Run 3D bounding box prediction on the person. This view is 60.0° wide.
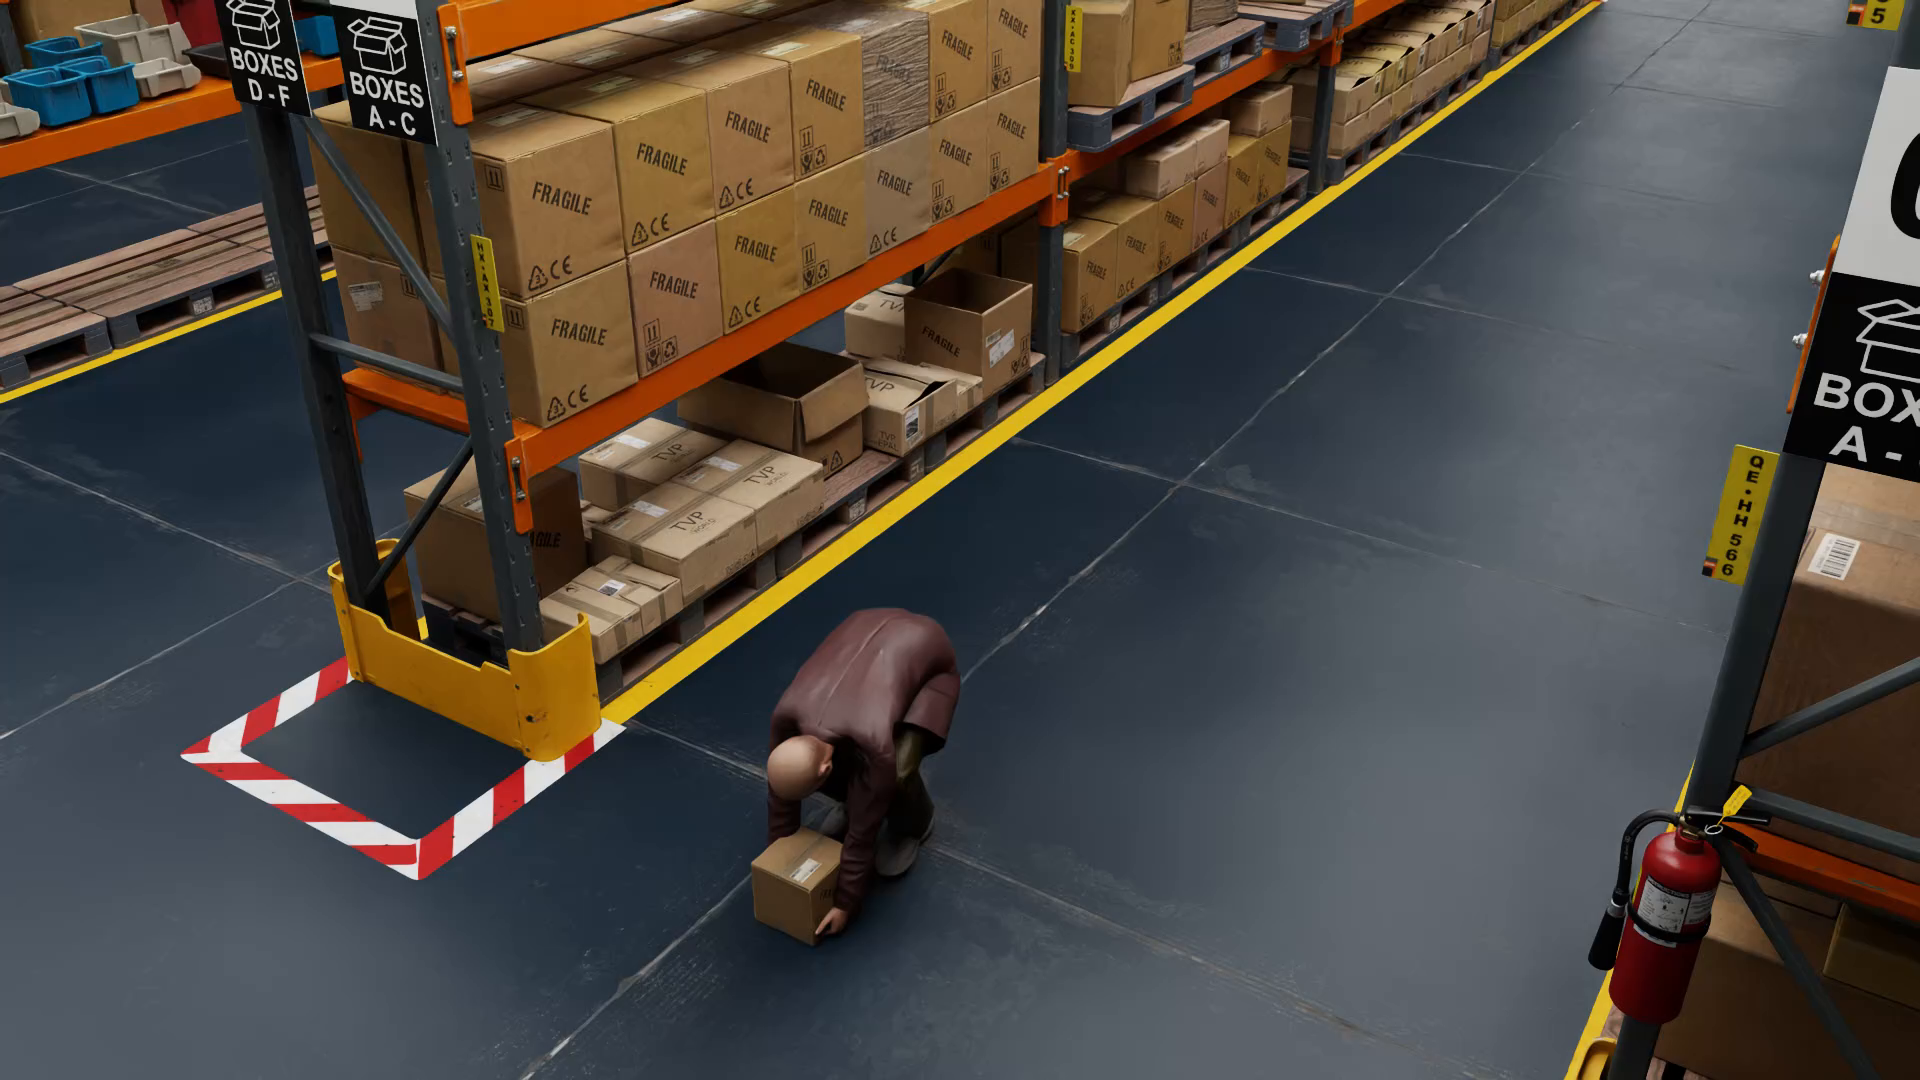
[{"bbox_3d":[-0.355,0.754,5.738,0.586,0.911,0.951,16,34,26],"label":"person"}]
